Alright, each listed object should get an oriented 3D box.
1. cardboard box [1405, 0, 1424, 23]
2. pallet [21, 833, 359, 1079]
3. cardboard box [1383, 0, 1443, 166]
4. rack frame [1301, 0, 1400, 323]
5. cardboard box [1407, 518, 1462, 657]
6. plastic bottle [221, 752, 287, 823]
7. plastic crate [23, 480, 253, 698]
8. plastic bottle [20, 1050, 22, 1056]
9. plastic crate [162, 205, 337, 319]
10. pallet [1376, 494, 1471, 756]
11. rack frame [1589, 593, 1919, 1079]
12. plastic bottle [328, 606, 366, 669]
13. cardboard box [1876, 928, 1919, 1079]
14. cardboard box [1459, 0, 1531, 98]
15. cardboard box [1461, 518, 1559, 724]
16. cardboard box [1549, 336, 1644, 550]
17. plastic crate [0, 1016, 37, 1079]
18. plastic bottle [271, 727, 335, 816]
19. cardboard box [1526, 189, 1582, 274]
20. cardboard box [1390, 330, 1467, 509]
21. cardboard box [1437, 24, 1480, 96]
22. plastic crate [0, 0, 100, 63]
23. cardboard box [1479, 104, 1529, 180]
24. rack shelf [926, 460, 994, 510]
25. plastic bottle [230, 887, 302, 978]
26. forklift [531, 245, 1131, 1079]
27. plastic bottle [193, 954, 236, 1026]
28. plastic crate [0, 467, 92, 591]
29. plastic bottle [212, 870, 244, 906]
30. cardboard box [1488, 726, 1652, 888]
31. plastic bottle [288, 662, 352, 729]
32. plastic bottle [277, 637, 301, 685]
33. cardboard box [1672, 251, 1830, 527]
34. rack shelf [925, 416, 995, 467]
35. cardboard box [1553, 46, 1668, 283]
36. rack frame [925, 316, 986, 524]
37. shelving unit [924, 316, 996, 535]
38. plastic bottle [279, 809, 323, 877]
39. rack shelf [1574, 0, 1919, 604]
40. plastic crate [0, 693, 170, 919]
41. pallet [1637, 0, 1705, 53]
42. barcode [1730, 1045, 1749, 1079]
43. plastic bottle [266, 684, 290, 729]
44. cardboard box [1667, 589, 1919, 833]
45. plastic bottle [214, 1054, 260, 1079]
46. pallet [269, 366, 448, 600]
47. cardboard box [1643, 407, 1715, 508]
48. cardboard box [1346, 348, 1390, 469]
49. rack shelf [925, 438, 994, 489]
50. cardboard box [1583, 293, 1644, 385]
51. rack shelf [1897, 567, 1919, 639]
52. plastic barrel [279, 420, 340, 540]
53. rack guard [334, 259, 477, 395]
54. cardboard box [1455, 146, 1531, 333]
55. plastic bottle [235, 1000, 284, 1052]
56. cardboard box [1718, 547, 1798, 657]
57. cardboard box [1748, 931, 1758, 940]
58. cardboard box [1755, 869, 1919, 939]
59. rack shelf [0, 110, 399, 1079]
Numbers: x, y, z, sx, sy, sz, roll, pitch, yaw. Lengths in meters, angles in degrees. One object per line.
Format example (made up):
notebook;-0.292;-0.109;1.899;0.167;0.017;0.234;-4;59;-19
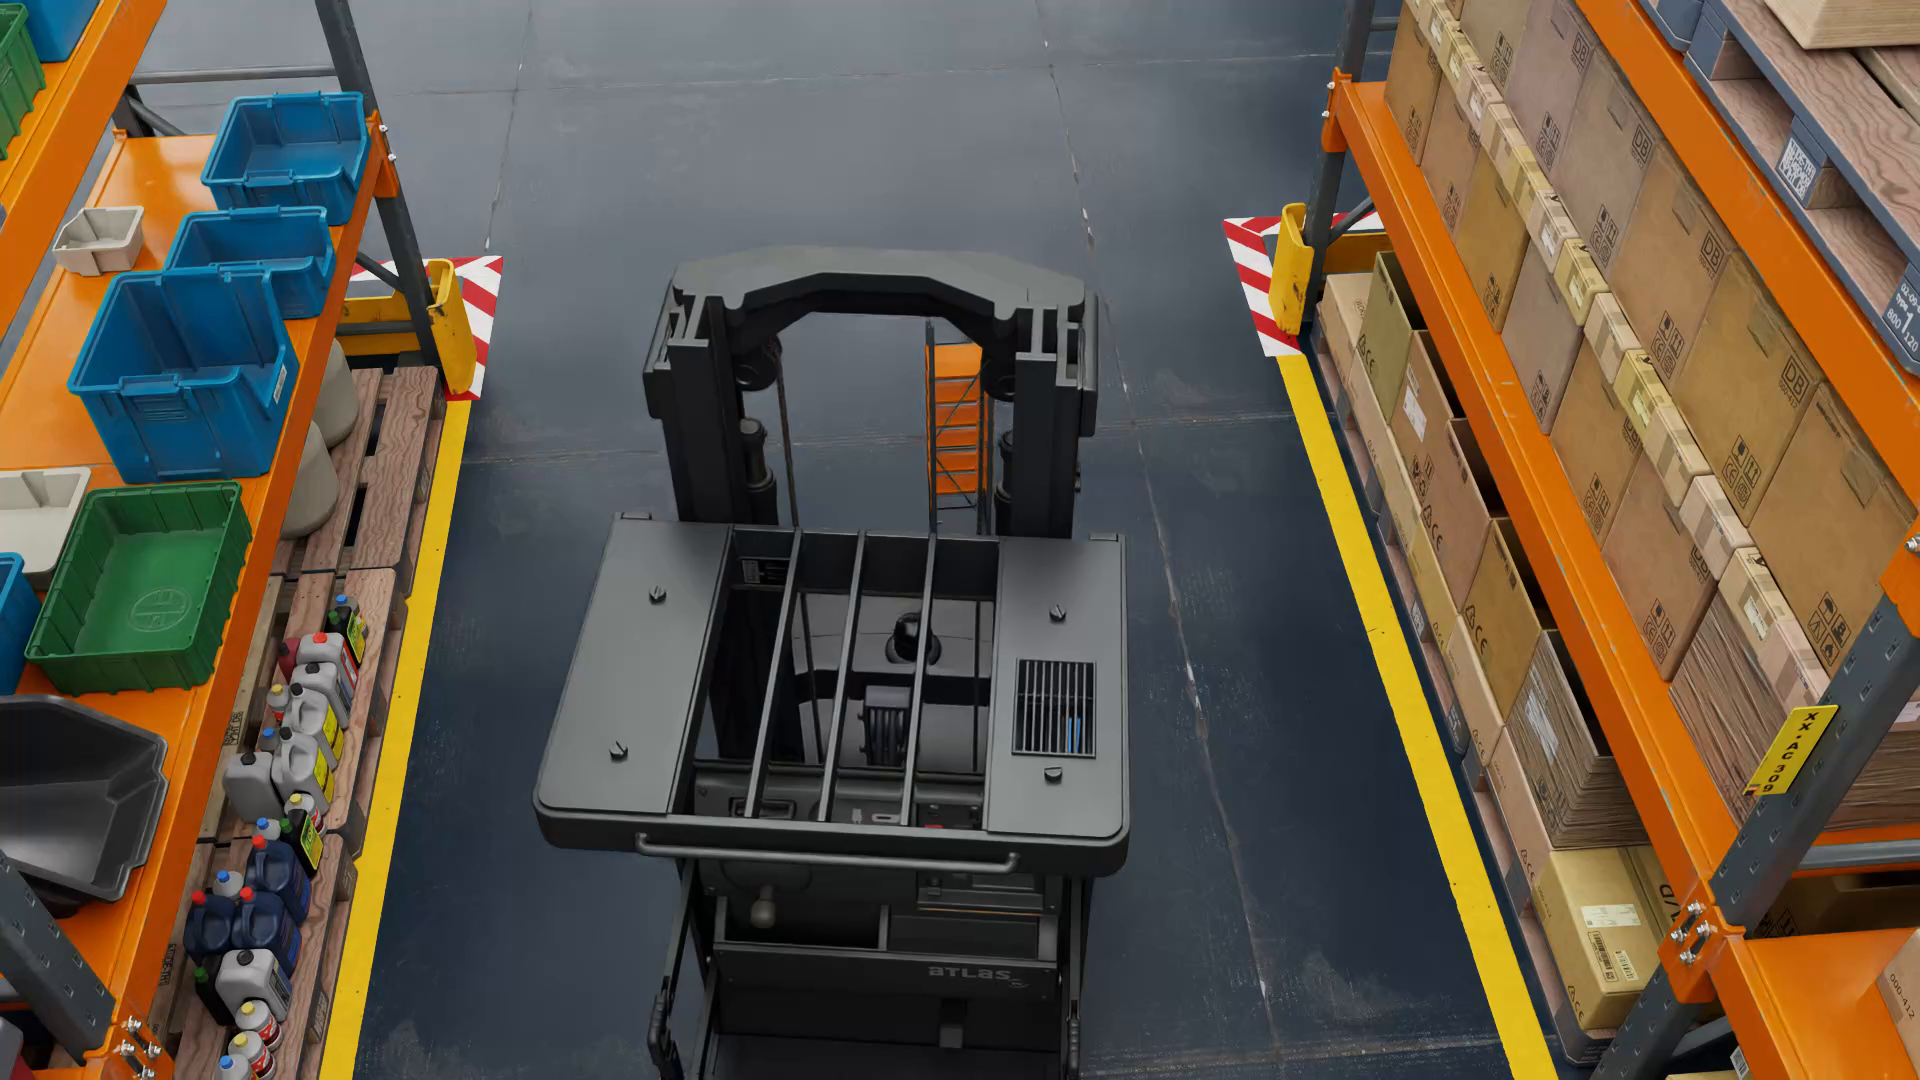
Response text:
cardboard box;1.892;-2.090;6.285;0.380;0.149;0.250;-4;47;-4
pallet;-2.543;1.533;5.289;1.003;0.211;1.213;-3;47;-3
cardboard box;2.100;-1.826;6.481;0.700;0.500;0.500;-3;47;-3
rack frame;2.073;-2.130;6.838;1.000;3.000;0.127;-3;47;-3
cardboard box;2.021;0.158;6.275;0.500;0.250;0.500;-3;47;-3
plastic bottle;-2.379;0.822;5.615;0.152;0.276;0.135;-3;47;-3
plastic crate;-2.360;0.136;4.838;0.450;0.188;0.662;-3;47;-3
plastic bottle;-2.897;1.517;4.951;0.061;0.283;0.133;-1;47;-1
plastic crate;-2.474;-0.966;5.838;0.499;0.251;0.408;-3;47;-3
pallet;2.278;0.260;6.495;1.003;0.211;1.213;-3;47;-3
rack frame;2.412;0.764;4.097;0.949;2.616;0.053;-3;47;-3
plastic bottle;-2.244;0.337;6.069;0.061;0.283;0.133;-2;47;-2
cardboard box;2.493;1.169;3.816;0.500;0.250;0.500;-1;47;-1
cardboard box;2.154;-1.853;5.613;0.700;0.500;0.500;-5;47;-4
cardboard box;2.076;0.261;5.661;0.500;0.500;0.500;-3;47;-3
cardboard box;2.276;-0.335;5.069;0.700;0.500;0.500;-3;47;-3
plastic crate;-2.183;1.372;3.477;0.402;0.464;0.583;-3;47;-3
plastic bottle;-2.233;0.769;5.614;0.144;0.351;0.185;-4;47;-4
cardboard box;2.020;-0.978;5.231;0.380;0.149;0.250;-3;47;-3
cardboard box;1.995;-0.463;6.347;0.500;0.500;0.500;-3;47;-3
cardboard box;1.936;-1.719;5.933;0.380;0.149;0.250;-3;47;-3
plastic crate;-2.403;-1.496;4.183;0.392;0.384;0.575;-3;47;-3
cardboard box;1.980;-1.344;5.577;0.380;0.149;0.250;-5;47;-5
rack shelf;-0.001;-0.227;6.667;0.258;0.103;0.180;-3;47;-3
plastic bottle;-2.182;1.213;5.193;0.144;0.351;0.185;-2;47;-2
forklift;-0.211;0.890;4.025;1.130;2.935;3.031;3;47;2
plastic bottle;-2.278;1.363;5.098;0.061;0.283;0.133;-3;47;-3
plastic crate;-2.916;-0.006;5.008;0.530;0.136;0.437;-3;47;-3
plastic bottle;-2.315;1.143;5.315;0.097;0.271;0.097;0;47;0
cardboard box;2.120;0.881;5.591;0.500;0.250;0.500;-3;47;-3
plastic bottle;-2.267;0.540;5.882;0.152;0.276;0.135;-5;47;-4
plastic bottle;-2.384;0.444;5.968;0.061;0.283;0.133;-3;47;-3
cardboard box;2.321;-0.403;4.239;0.700;0.500;0.500;-4;47;-3
rack shelf;-0.001;-0.392;6.493;0.258;0.103;0.180;-3;47;-3
cardboard box;2.239;-1.126;4.925;0.700;0.500;0.500;-3;47;-3
rack frame;-0.009;-0.489;6.523;0.240;1.200;0.006;-3;47;-3
shelving unit;-0.001;-0.423;6.461;0.258;1.200;0.189;-3;47;-3
plastic bottle;-2.170;0.977;5.463;0.061;0.283;0.133;-2;47;-2
rack shelf;2.241;-1.467;4.639;1.077;0.370;4.000;-3;47;-3
plastic crate;-2.445;0.697;4.203;0.767;0.338;0.504;-3;47;-3
pallet;2.212;-1.733;4.457;1.003;0.211;1.213;-3;47;-3
barcode;2.015;1.352;4.297;0.001;0.075;0.075;-3;47;-3
plastic bottle;-2.390;0.587;5.889;0.097;0.201;0.097;0;47;0
cardboard box;2.365;0.409;4.364;0.700;0.500;0.500;-5;47;-4
plastic bottle;-2.118;1.592;4.889;0.097;0.271;0.097;0;47;0
pallet;-2.747;-0.232;6.961;1.003;0.211;1.213;-3;47;-3
cardboard box;2.106;-0.235;4.528;0.380;0.149;0.250;-4;47;-3
cardboard box;1.942;-0.566;6.961;0.500;0.250;0.500;-3;47;-3
rack shelf;-0.001;-0.310;6.580;0.258;0.103;0.180;-3;47;-3
cardboard box;2.067;-0.596;4.869;0.380;0.149;0.250;-2;47;-2
rack shelf;2.576;1.427;1.899;1.077;0.370;4.000;-3;47;-3
plastic barrel;-2.690;-0.286;6.516;0.421;0.512;0.421;0;47;0
rack guard;-2.810;-0.920;7.413;1.175;0.500;0.348;-3;47;-3
cardboard box;2.184;-1.086;5.781;0.700;0.500;0.500;-3;47;-3
plastic bottle;-2.135;1.469;5.054;0.097;0.201;0.097;0;47;0
cardboard box;2.153;0.144;4.169;0.380;0.149;0.250;-4;47;-4
cardboard box;2.672;1.211;5.278;0.500;0.250;0.500;-3;47;-3
cardboard box;2.681;0.953;5.006;0.500;0.500;0.500;-3;47;-3
rack shelf;-2.695;-0.137;5.446;1.077;0.370;4.000;-3;47;-3
